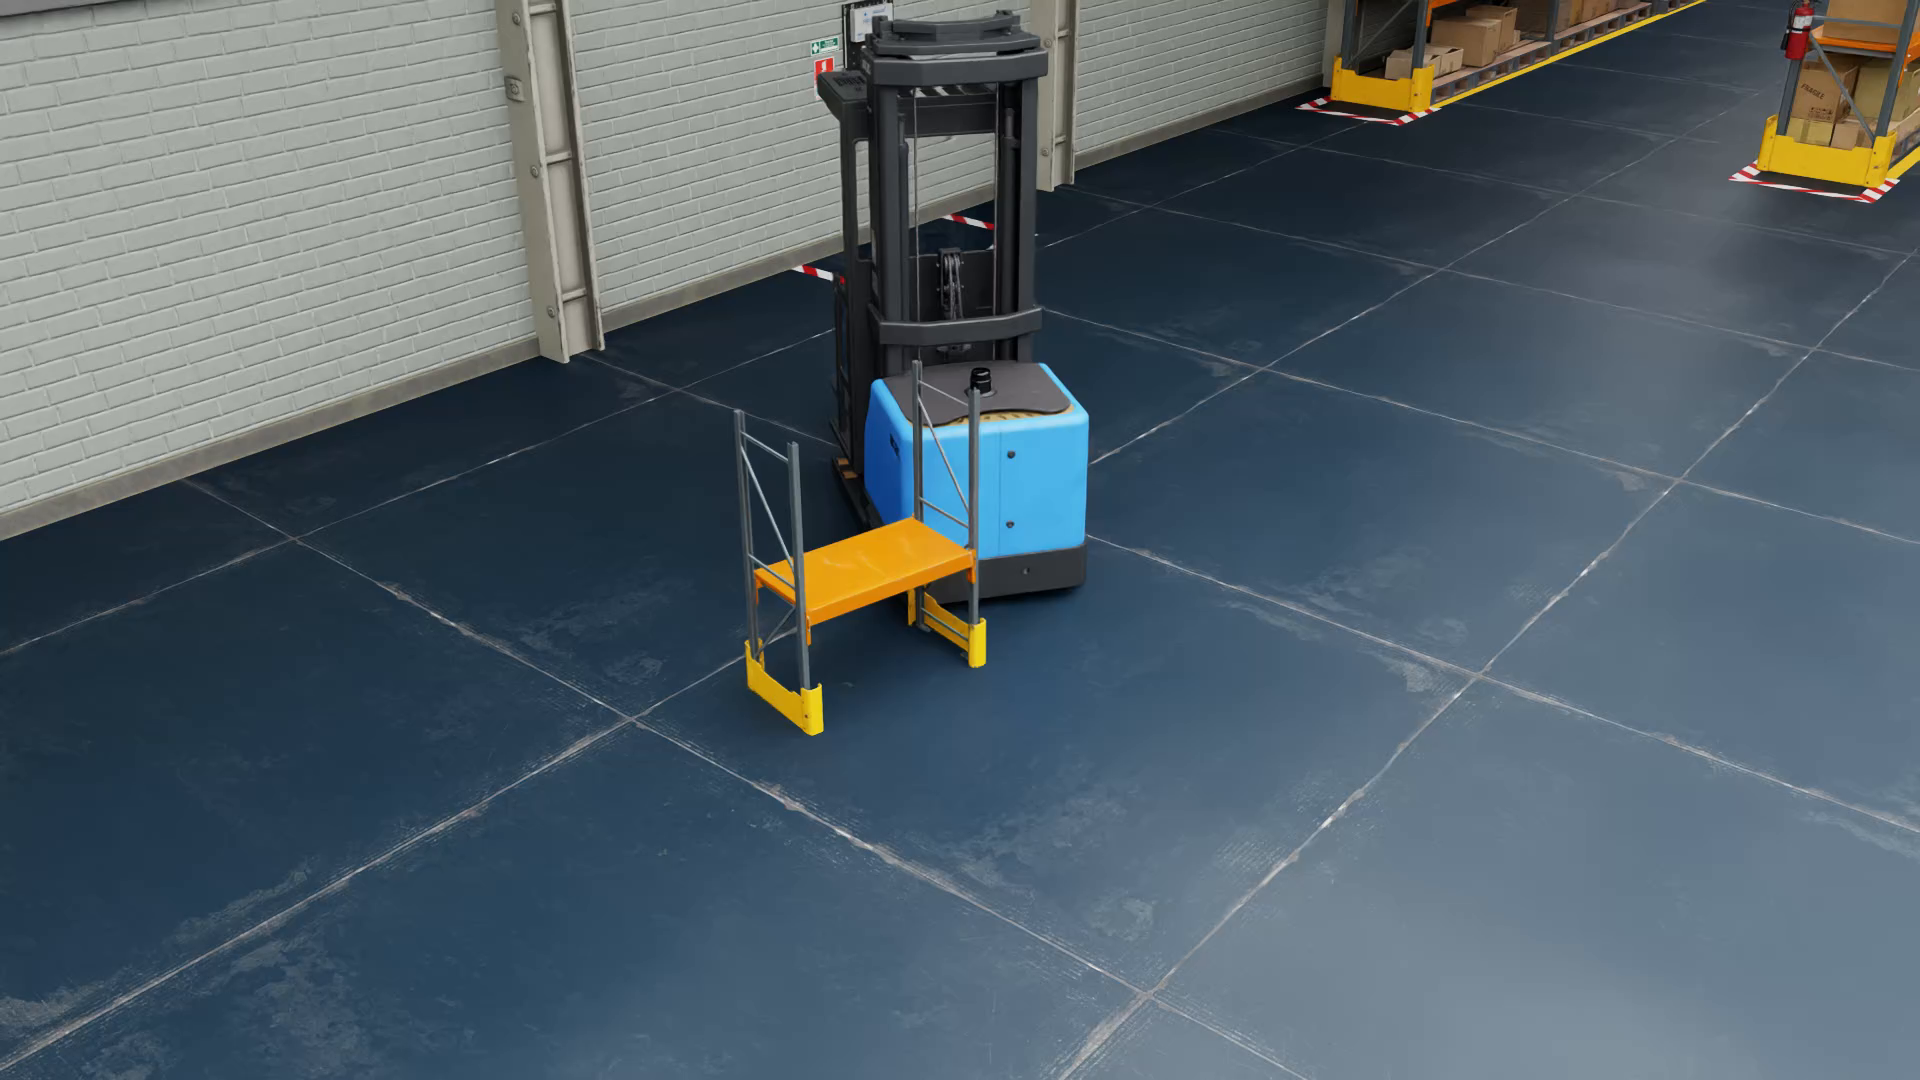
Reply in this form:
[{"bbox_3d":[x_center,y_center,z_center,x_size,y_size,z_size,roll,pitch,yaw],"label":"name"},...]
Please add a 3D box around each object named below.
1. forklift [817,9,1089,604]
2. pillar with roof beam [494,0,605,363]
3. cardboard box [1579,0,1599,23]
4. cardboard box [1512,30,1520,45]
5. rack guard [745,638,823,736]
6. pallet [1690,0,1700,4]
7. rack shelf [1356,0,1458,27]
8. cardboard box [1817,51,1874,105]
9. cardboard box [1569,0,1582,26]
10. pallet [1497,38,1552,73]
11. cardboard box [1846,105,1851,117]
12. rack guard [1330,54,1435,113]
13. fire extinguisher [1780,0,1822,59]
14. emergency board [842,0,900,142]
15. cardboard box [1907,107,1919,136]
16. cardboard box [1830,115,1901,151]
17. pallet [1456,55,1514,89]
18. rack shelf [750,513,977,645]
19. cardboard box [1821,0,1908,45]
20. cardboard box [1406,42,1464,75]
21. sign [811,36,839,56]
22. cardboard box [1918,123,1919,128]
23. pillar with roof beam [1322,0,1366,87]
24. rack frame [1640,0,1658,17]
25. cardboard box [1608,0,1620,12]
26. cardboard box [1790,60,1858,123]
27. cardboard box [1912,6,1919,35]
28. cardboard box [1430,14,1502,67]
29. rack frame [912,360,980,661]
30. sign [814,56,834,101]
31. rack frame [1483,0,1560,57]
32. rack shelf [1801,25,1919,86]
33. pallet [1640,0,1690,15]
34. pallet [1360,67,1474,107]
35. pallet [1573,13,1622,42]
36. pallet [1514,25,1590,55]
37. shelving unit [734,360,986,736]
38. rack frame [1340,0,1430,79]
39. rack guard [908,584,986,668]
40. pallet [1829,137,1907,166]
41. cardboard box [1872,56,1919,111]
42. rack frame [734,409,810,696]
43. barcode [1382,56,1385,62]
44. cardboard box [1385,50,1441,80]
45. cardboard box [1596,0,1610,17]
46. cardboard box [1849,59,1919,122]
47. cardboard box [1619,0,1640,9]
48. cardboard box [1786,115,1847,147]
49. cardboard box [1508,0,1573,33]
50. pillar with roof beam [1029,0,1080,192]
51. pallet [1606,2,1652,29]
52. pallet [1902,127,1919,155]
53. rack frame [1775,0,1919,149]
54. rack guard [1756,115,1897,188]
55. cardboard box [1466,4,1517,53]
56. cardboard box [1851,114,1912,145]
[{"bbox_3d":[-0.181,-1.605,9.663,1.130,2.935,3.031,-7,28,-13],"label":"forklift"},{"bbox_3d":[0.407,-4.155,7.989,9.100,9.000,0.400,21,34,34],"label":"pillar with roof beam"},{"bbox_3d":[8.585,-7.639,23.493,0.700,0.500,0.500,21,34,35],"label":"cardboard box"},{"bbox_3d":[7.167,-6.659,21.963,0.380,0.166,0.250,16,31,28],"label":"cardboard box"},{"bbox_3d":[-0.860,0.710,8.106,0.087,0.250,0.587,-20,33,-33],"label":"rack guard"},{"bbox_3d":[11.364,-8.789,26.509,1.003,0.211,1.213,21,34,34],"label":"pallet"},{"bbox_3d":[6.212,-6.892,20.591,1.077,0.370,4.000,21,34,34],"label":"rack shelf"},{"bbox_3d":[9.501,-4.991,17.852,0.500,0.500,0.500,21,34,34],"label":"cardboard box"},{"bbox_3d":[8.230,-7.470,23.166,0.700,0.500,0.500,20,33,33],"label":"cardboard box"},{"bbox_3d":[7.084,-6.434,21.957,1.003,0.211,1.213,21,34,34],"label":"pallet"},{"bbox_3d":[9.187,-4.479,17.679,0.500,0.250,0.500,21,34,34],"label":"cardboard box"},{"bbox_3d":[4.988,-5.419,19.682,1.175,0.500,0.348,21,34,34],"label":"rack guard"},{"bbox_3d":[8.331,-5.116,16.459,0.296,0.674,0.183,21,34,34],"label":"fire extinguisher"},{"bbox_3d":[-0.700,-4.011,14.240,0.194,1.169,0.643,21,34,34],"label":"emergency board"},{"bbox_3d":[9.911,-4.502,17.724,0.500,0.250,0.500,21,34,34],"label":"cardboard box"},{"bbox_3d":[9.278,-4.147,17.036,0.500,0.250,0.500,21,34,34],"label":"cardboard box"},{"bbox_3d":[6.309,-5.999,21.117,1.003,0.211,1.213,21,34,34],"label":"pallet"},{"bbox_3d":[-0.474,0.176,8.168,1.000,0.185,0.538,-20,33,-33],"label":"rack shelf"},{"bbox_3d":[9.072,-5.262,16.549,0.700,0.500,0.500,21,34,34],"label":"cardboard box"},{"bbox_3d":[5.812,-5.925,20.386,0.500,0.311,0.500,24,36,38],"label":"cardboard box"},{"bbox_3d":[-1.121,-4.096,13.787,0.001,0.109,0.331,21,34,34],"label":"sign"},{"bbox_3d":[10.233,-4.678,18.064,0.500,0.250,0.500,21,34,34],"label":"cardboard box"},{"bbox_3d":[8.040,-8.410,16.213,9.100,9.000,0.400,21,34,34],"label":"pillar with roof beam"},{"bbox_3d":[10.029,-9.339,24.538,1.000,3.000,0.127,21,34,34],"label":"rack frame"},{"bbox_3d":[9.193,-8.005,24.201,0.700,0.500,0.500,21,34,34],"label":"cardboard box"},{"bbox_3d":[8.876,-4.632,17.158,0.500,0.500,0.500,21,34,34],"label":"cardboard box"},{"bbox_3d":[9.402,-5.450,16.912,0.700,0.500,0.500,22,34,36],"label":"cardboard box"},{"bbox_3d":[6.317,-6.254,20.817,0.700,0.500,0.500,18,33,31],"label":"cardboard box"},{"bbox_3d":[-0.072,-0.127,8.362,0.032,1.500,0.500,-20,33,-33],"label":"rack frame"},{"bbox_3d":[-1.131,-3.861,13.911,0.001,0.329,0.234,21,34,34],"label":"sign"},{"bbox_3d":[7.484,-7.921,21.797,1.000,3.000,0.127,21,34,34],"label":"rack frame"},{"bbox_3d":[10.037,-5.446,17.795,1.077,0.370,4.000,21,34,34],"label":"rack shelf"},{"bbox_3d":[10.588,-8.358,25.677,1.003,0.211,1.213,21,34,34],"label":"pallet"},{"bbox_3d":[5.532,-5.569,20.285,1.003,0.211,1.213,21,34,34],"label":"pallet"},{"bbox_3d":[8.754,-7.393,23.812,1.003,0.211,1.213,21,34,34],"label":"pallet"},{"bbox_3d":[7.978,-6.959,22.972,1.003,0.211,1.213,21,34,34],"label":"pallet"},{"bbox_3d":[-0.466,0.014,8.090,1.083,1.500,0.587,-20,33,-33],"label":"shelving unit"},{"bbox_3d":[4.940,-6.503,19.055,1.000,3.000,0.127,21,34,34],"label":"rack frame"},{"bbox_3d":[-0.073,0.429,8.649,0.087,0.250,0.587,-20,33,-33],"label":"rack guard"},{"bbox_3d":[9.219,-4.101,17.448,1.003,0.211,1.213,21,34,34],"label":"pallet"},{"bbox_3d":[9.902,-4.839,17.558,0.500,0.500,0.500,21,34,34],"label":"cardboard box"},{"bbox_3d":[-0.875,0.160,7.808,0.032,1.500,0.500,-20,33,-33],"label":"rack frame"},{"bbox_3d":[5.152,-5.850,20.232,0.001,0.075,0.075,21,34,34],"label":"barcode"},{"bbox_3d":[5.450,-5.723,19.995,0.500,0.311,0.500,17,32,29],"label":"cardboard box"},{"bbox_3d":[8.899,-7.821,23.845,0.700,0.500,0.500,21,34,34],"label":"cardboard box"},{"bbox_3d":[9.594,-4.658,17.208,0.500,0.500,0.500,21,34,34],"label":"cardboard box"},{"bbox_3d":[9.611,-8.154,24.489,0.700,0.500,0.500,21,34,35],"label":"cardboard box"},{"bbox_3d":[8.878,-4.298,17.329,0.500,0.250,0.500,21,34,34],"label":"cardboard box"},{"bbox_3d":[7.940,-7.272,22.784,0.700,0.500,0.500,22,35,36],"label":"cardboard box"},{"bbox_3d":[4.223,-6.283,12.101,9.100,9.000,0.400,21,34,34],"label":"pillar with roof beam"},{"bbox_3d":[9.530,-7.824,24.644,1.003,0.211,1.213,21,34,34],"label":"pallet"},{"bbox_3d":[9.995,-4.532,18.280,1.003,0.211,1.213,21,34,34],"label":"pallet"},{"bbox_3d":[8.765,-5.056,16.259,1.000,3.000,0.127,21,34,34],"label":"rack frame"},{"bbox_3d":[8.750,-3.938,16.817,1.175,0.500,0.348,21,34,34],"label":"rack guard"},{"bbox_3d":[6.855,-6.626,21.536,0.500,0.500,0.500,18,32,31],"label":"cardboard box"},{"bbox_3d":[9.593,-4.325,17.381,0.500,0.250,0.500,21,34,34],"label":"cardboard box"}]
